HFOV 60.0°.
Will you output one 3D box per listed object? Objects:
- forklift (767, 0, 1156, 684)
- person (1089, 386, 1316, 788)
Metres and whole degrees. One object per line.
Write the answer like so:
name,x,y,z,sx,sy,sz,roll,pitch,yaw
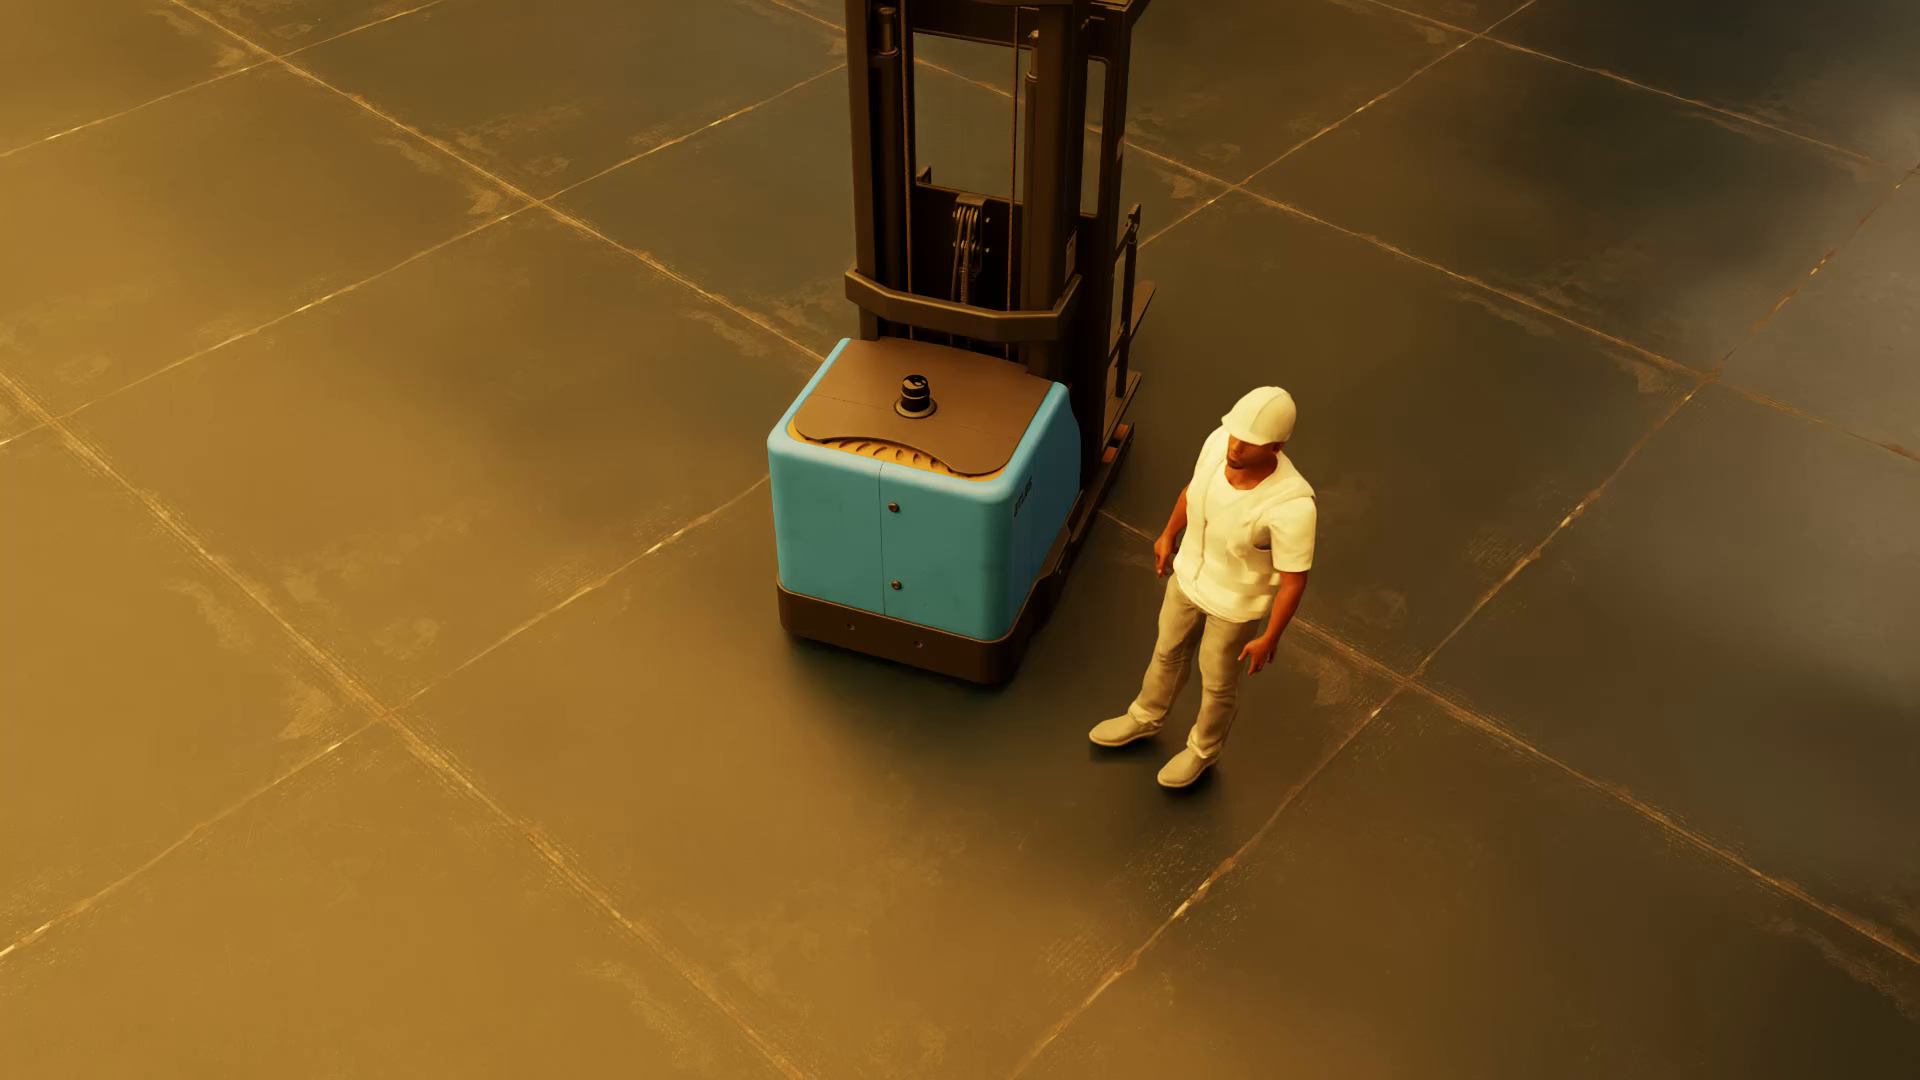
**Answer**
forklift,0.211,-1.484,7.158,1.130,2.935,3.031,14,42,15
person,0.895,0.199,6.024,0.558,1.770,0.671,-22,45,-23
